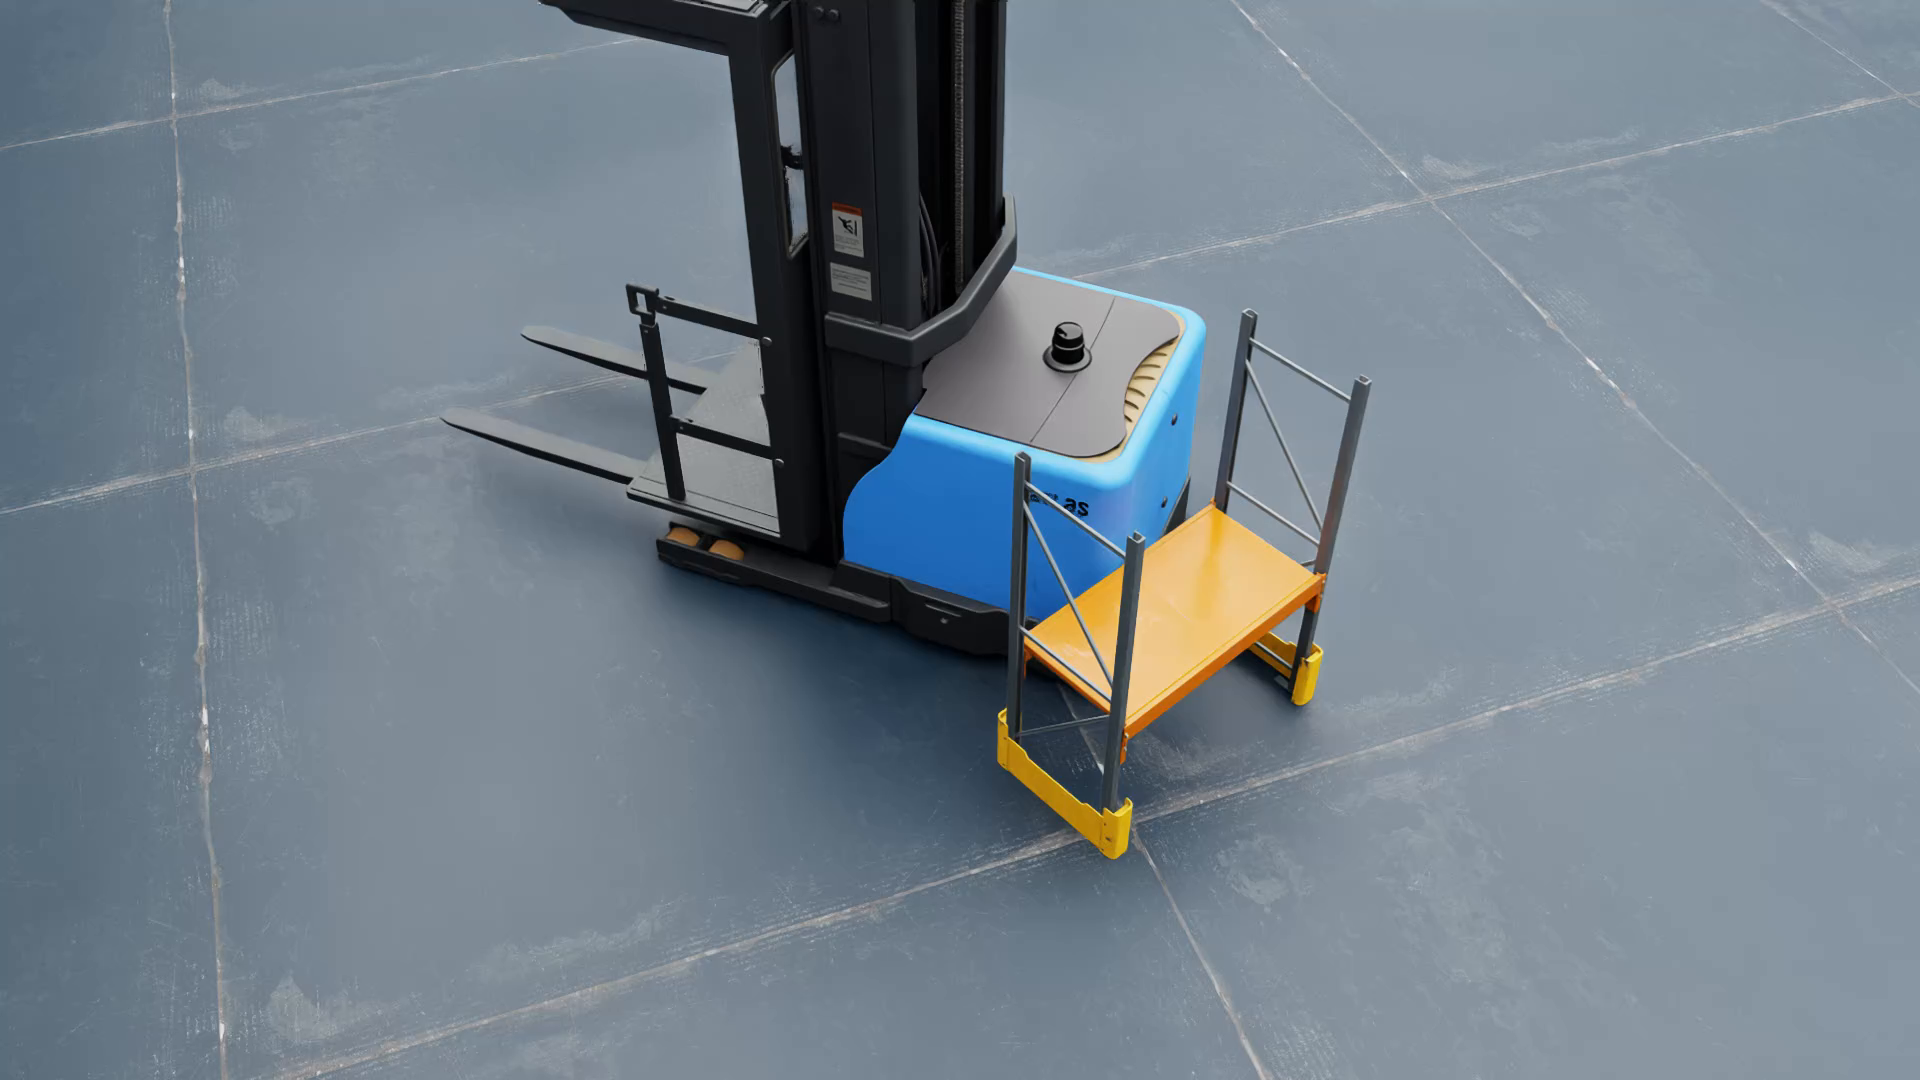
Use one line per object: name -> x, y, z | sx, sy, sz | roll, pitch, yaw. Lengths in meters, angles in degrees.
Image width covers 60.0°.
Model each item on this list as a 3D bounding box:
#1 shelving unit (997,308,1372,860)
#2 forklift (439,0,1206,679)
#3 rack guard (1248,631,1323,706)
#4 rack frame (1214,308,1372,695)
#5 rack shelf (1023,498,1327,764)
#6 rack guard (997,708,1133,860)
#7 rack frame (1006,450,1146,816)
shelving unit -> 0.721, 0.154, 5.538 | 1.083, 1.500, 0.587 | -33, 54, -28
forklift -> -0.654, -1.197, 5.874 | 3.031, 2.935, 1.130 | 16, 47, 16
rack guard -> 1.089, 0.358, 6.217 | 0.087, 0.250, 0.587 | -33, 54, -28
rack frame -> 1.090, -0.084, 5.775 | 0.032, 1.500, 0.500 | -33, 54, -28
rack shelf -> 0.715, 0.285, 5.661 | 1.000, 0.185, 0.538 | -33, 54, -28
rack guard -> 0.353, 0.833, 5.743 | 0.087, 0.250, 0.587 | -33, 54, -28
rack frame -> 0.339, 0.401, 5.291 | 0.032, 1.500, 0.500 | -33, 54, -28
